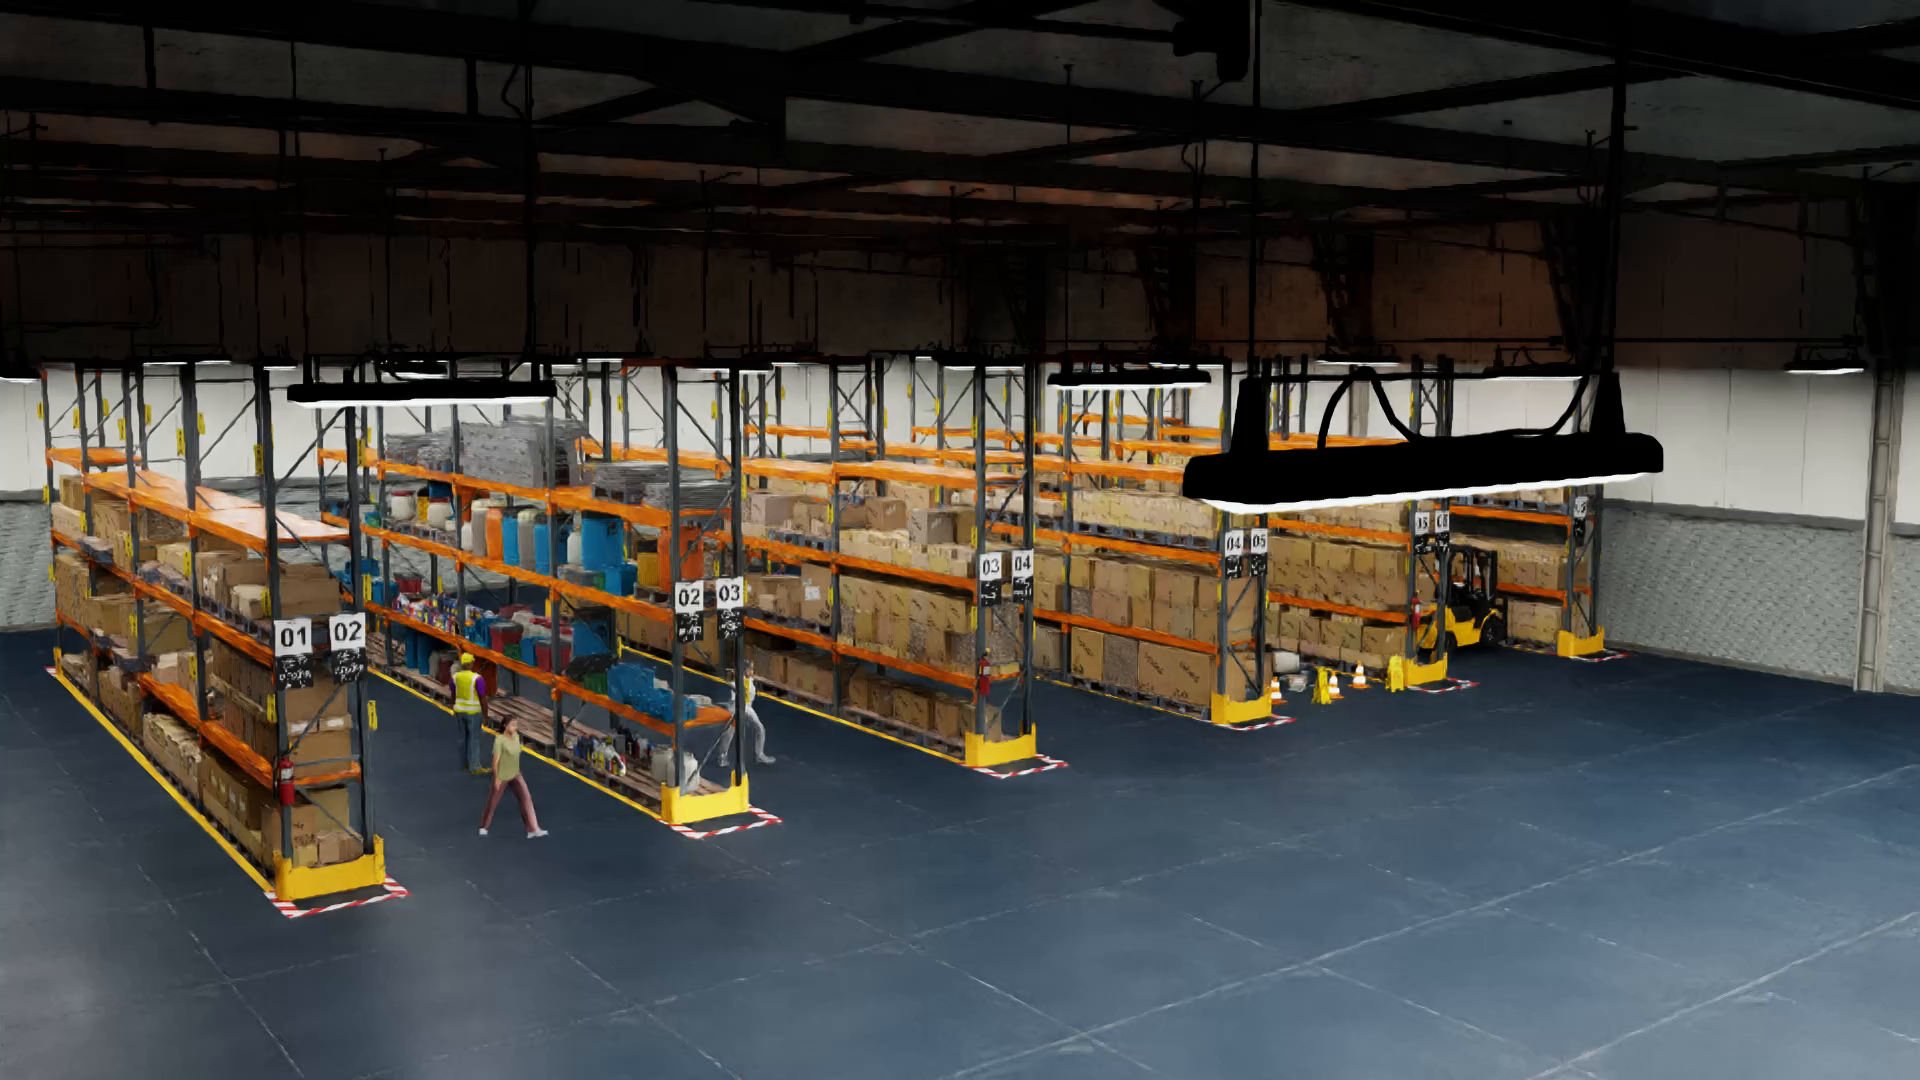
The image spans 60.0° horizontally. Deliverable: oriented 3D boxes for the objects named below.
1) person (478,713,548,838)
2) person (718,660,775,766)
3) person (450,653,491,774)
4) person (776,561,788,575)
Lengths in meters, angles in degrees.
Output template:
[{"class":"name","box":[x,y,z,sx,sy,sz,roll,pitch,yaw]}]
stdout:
[{"class":"person","box":[-5.750,2.997,21.162,0.950,1.622,0.481,4,8,30]},{"class":"person","box":[-3.242,2.559,24.764,0.755,1.620,0.632,4,8,33]},{"class":"person","box":[-7.159,2.515,24.380,0.632,1.771,0.447,3,7,23]},{"class":"person","box":[-3.882,1.226,35.907,0.447,1.574,1.088,-5,8,-34]}]
